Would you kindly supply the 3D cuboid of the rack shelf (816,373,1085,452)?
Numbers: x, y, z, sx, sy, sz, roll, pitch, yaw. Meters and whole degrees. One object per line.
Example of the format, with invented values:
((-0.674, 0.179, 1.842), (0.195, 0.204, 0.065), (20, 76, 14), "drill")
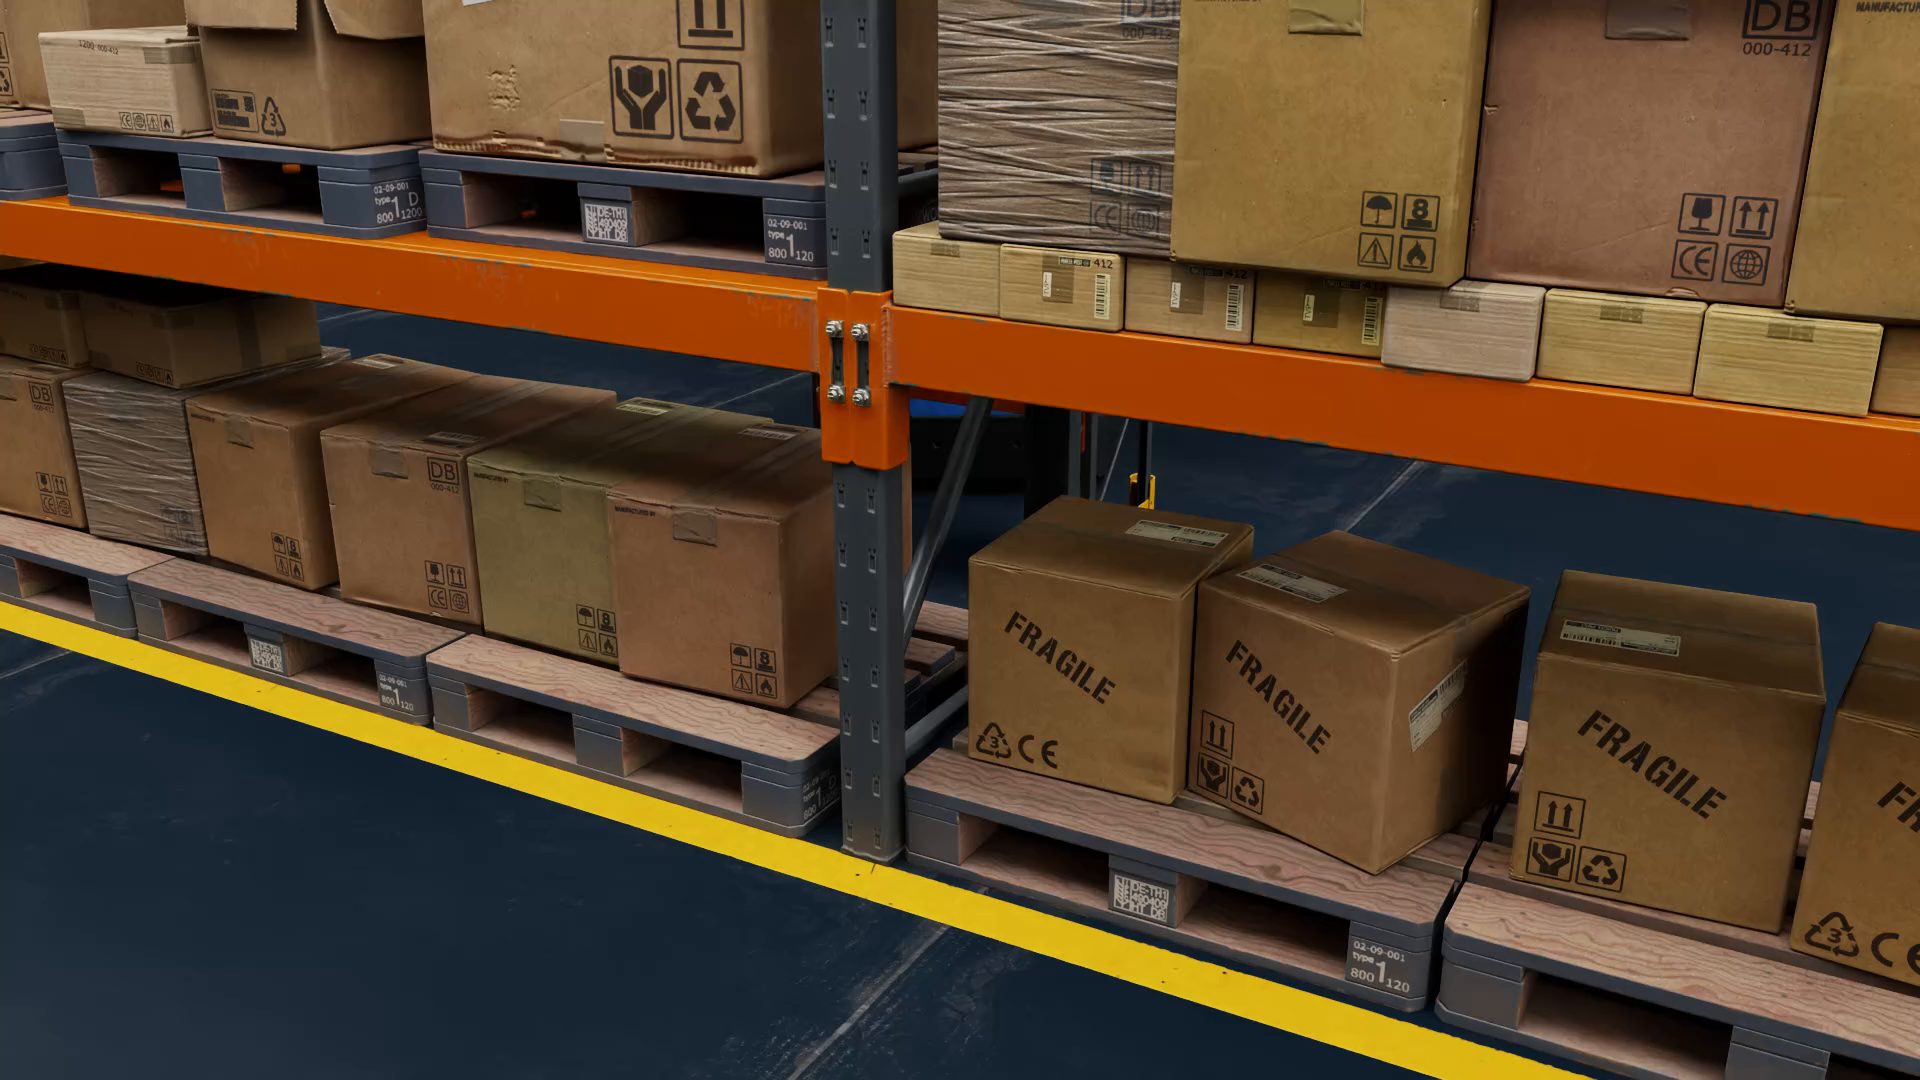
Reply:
((0.075, -0.521, 5.630), (1.000, 0.185, 0.538), (11, 22, 27), "rack shelf")

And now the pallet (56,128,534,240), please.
((-1.721, -1.079, 4.722), (1.213, 0.211, 1.003), (11, 23, 27), "pallet")

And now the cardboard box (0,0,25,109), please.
((-2.978, -1.653, 5.260), (0.500, 0.500, 0.500), (8, 21, 21), "cardboard box")

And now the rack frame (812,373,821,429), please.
((-0.370, -0.775, 5.800), (0.032, 1.500, 0.500), (11, 22, 27), "rack frame")

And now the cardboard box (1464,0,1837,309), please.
((1.290, -0.768, 3.000), (0.500, 0.500, 0.875), (11, 23, 27), "cardboard box")

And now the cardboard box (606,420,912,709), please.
((-0.503, 0.039, 4.380), (0.500, 0.500, 0.700), (9, 22, 23), "cardboard box")

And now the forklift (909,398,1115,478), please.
((0.048, -2.061, 7.248), (1.130, 2.935, 3.031), (0, 20, -1), "forklift")

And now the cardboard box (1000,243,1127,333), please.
((0.276, -0.532, 3.302), (0.250, 0.149, 0.380), (11, 23, 27), "cardboard box")

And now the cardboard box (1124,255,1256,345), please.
((0.507, -0.499, 3.210), (0.250, 0.149, 0.380), (11, 23, 27), "cardboard box")

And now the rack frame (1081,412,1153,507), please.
((0.519, -0.606, 5.337), (0.032, 1.500, 0.500), (11, 22, 27), "rack frame")

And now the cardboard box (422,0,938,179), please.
((-0.603, -1.474, 4.035), (1.000, 1.000, 1.000), (11, 23, 28), "cardboard box")

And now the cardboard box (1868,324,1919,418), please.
((1.620, -0.304, 2.673), (0.250, 0.149, 0.380), (11, 23, 27), "cardboard box")

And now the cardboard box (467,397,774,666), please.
((-0.910, -0.046, 4.614), (0.500, 0.500, 0.700), (11, 22, 27), "cardboard box")

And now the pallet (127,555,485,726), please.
((-1.727, 0.158, 5.119), (1.213, 0.211, 1.003), (11, 23, 27), "pallet")

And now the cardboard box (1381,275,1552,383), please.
((0.929, -0.406, 2.955), (0.250, 0.149, 0.380), (11, 23, 27), "cardboard box")

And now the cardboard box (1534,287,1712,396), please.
((1.167, -0.377, 2.874), (0.250, 0.149, 0.380), (11, 23, 27), "cardboard box")

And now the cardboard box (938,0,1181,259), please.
((0.385, -0.915, 3.405), (0.500, 0.500, 0.875), (11, 23, 27), "cardboard box")

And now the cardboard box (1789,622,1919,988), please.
((1.902, 0.514, 3.099), (0.500, 0.500, 0.500), (13, 24, 32), "cardboard box")

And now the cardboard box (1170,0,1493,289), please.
((0.805, -0.821, 3.147), (0.500, 0.500, 0.875), (11, 23, 27), "cardboard box")

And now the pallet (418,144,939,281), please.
((-0.574, -0.901, 4.232), (1.213, 0.211, 1.003), (11, 23, 27), "pallet")

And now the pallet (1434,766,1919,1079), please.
((1.696, 0.794, 3.368), (1.213, 0.211, 1.003), (11, 23, 27), "pallet")

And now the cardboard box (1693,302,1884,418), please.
((1.380, -0.332, 2.750), (0.250, 0.149, 0.380), (11, 23, 27), "cardboard box")

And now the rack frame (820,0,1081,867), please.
((0.023, -0.821, 3.730), (0.127, 3.000, 1.000), (11, 23, 27), "rack frame")

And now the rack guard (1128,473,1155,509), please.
((0.502, -0.022, 5.558), (0.087, 0.250, 0.587), (11, 22, 27), "rack guard")

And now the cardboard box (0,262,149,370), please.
((-2.870, -0.768, 5.504), (0.500, 0.250, 0.500), (12, 23, 29), "cardboard box")

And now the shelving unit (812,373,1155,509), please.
((0.067, -0.692, 5.573), (1.083, 1.500, 0.587), (11, 22, 27), "shelving unit")

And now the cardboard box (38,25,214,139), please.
((-2.118, -1.266, 4.560), (0.500, 0.250, 0.500), (10, 22, 26), "cardboard box")

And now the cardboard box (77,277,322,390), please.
((-2.402, -0.683, 5.269), (0.500, 0.250, 0.500), (14, 24, 33), "cardboard box")

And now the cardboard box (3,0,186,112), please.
((-2.442, -1.590, 5.086), (0.500, 0.500, 0.700), (15, 25, 35), "cardboard box")

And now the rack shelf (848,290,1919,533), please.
((1.769, -0.150, 2.935), (4.000, 0.370, 1.077), (11, 23, 27), "rack shelf")

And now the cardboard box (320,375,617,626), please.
((-1.399, -0.139, 4.870), (0.500, 0.500, 0.700), (9, 22, 23), "cardboard box")

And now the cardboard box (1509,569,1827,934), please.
((1.437, 0.408, 3.391), (0.500, 0.500, 0.500), (9, 22, 23), "cardboard box")

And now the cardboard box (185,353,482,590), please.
((-1.886, -0.232, 5.126), (0.500, 0.500, 0.700), (13, 24, 32), "cardboard box")

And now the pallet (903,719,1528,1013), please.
((0.626, 0.591, 3.926), (1.213, 0.211, 1.003), (11, 23, 27), "pallet")

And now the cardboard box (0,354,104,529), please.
((-2.875, -0.412, 5.624), (0.500, 0.500, 0.700), (10, 22, 24), "cardboard box")

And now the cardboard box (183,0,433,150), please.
((-1.536, -1.328, 4.359), (0.637, 0.503, 0.797), (13, 24, 33), "cardboard box")

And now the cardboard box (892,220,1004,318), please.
((0.064, -0.578, 3.427), (0.250, 0.149, 0.380), (11, 23, 27), "cardboard box")

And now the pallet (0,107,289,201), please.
((-2.795, -1.309, 5.357), (1.003, 0.211, 1.213), (11, 23, 27), "pallet")

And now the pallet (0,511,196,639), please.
((-2.788, -0.045, 5.679), (1.213, 0.211, 1.003), (11, 23, 27), "pallet")

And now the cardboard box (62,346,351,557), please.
((-2.384, -0.324, 5.380), (0.500, 0.500, 0.700), (9, 22, 23), "cardboard box")

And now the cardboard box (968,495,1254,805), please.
((0.352, 0.235, 3.868), (0.500, 0.500, 0.500), (10, 22, 26), "cardboard box")

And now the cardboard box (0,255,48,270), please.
((-4.062, -0.806, 6.188), (0.875, 0.875, 1.225), (10, 22, 25), "cardboard box")

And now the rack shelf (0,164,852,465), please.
((-1.723, -0.815, 4.769), (4.000, 0.370, 1.077), (11, 23, 27), "rack shelf")

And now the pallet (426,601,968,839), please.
((-0.658, 0.361, 4.561), (1.213, 0.211, 1.003), (11, 23, 27), "pallet")

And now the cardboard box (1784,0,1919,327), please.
((1.707, -0.672, 2.737), (0.500, 0.500, 0.875), (11, 23, 27), "cardboard box")

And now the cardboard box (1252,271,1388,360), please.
((0.730, -0.460, 3.103), (0.250, 0.149, 0.380), (11, 23, 27), "cardboard box")

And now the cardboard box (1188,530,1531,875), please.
((0.856, 0.328, 3.612), (0.500, 0.500, 0.500), (-17, 26, -39), "cardboard box")
